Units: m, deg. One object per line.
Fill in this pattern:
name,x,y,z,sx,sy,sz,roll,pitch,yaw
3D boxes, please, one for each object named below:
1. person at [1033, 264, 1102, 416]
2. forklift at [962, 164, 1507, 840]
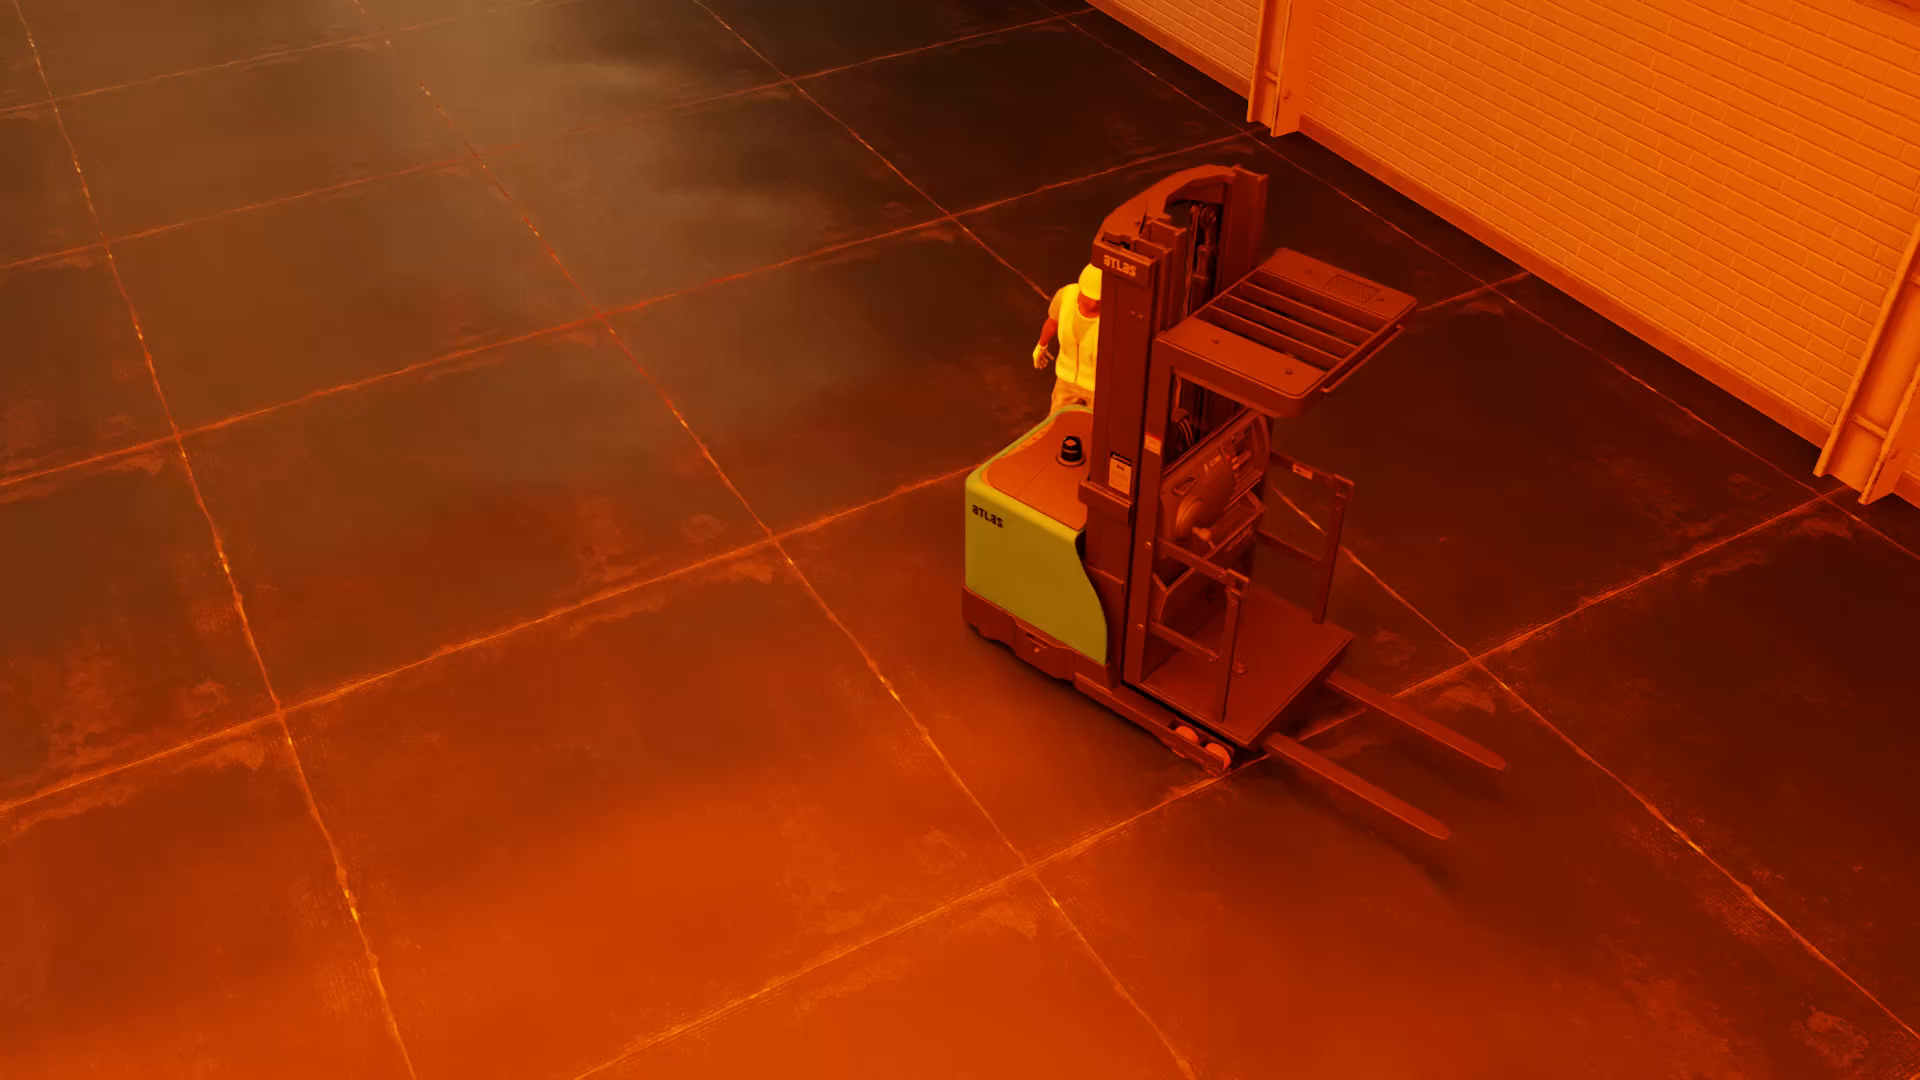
person,0.788,-0.970,10.161,0.897,1.742,0.458,24,45,26
forklift,1.460,-0.266,8.357,3.031,2.935,1.130,29,47,30
